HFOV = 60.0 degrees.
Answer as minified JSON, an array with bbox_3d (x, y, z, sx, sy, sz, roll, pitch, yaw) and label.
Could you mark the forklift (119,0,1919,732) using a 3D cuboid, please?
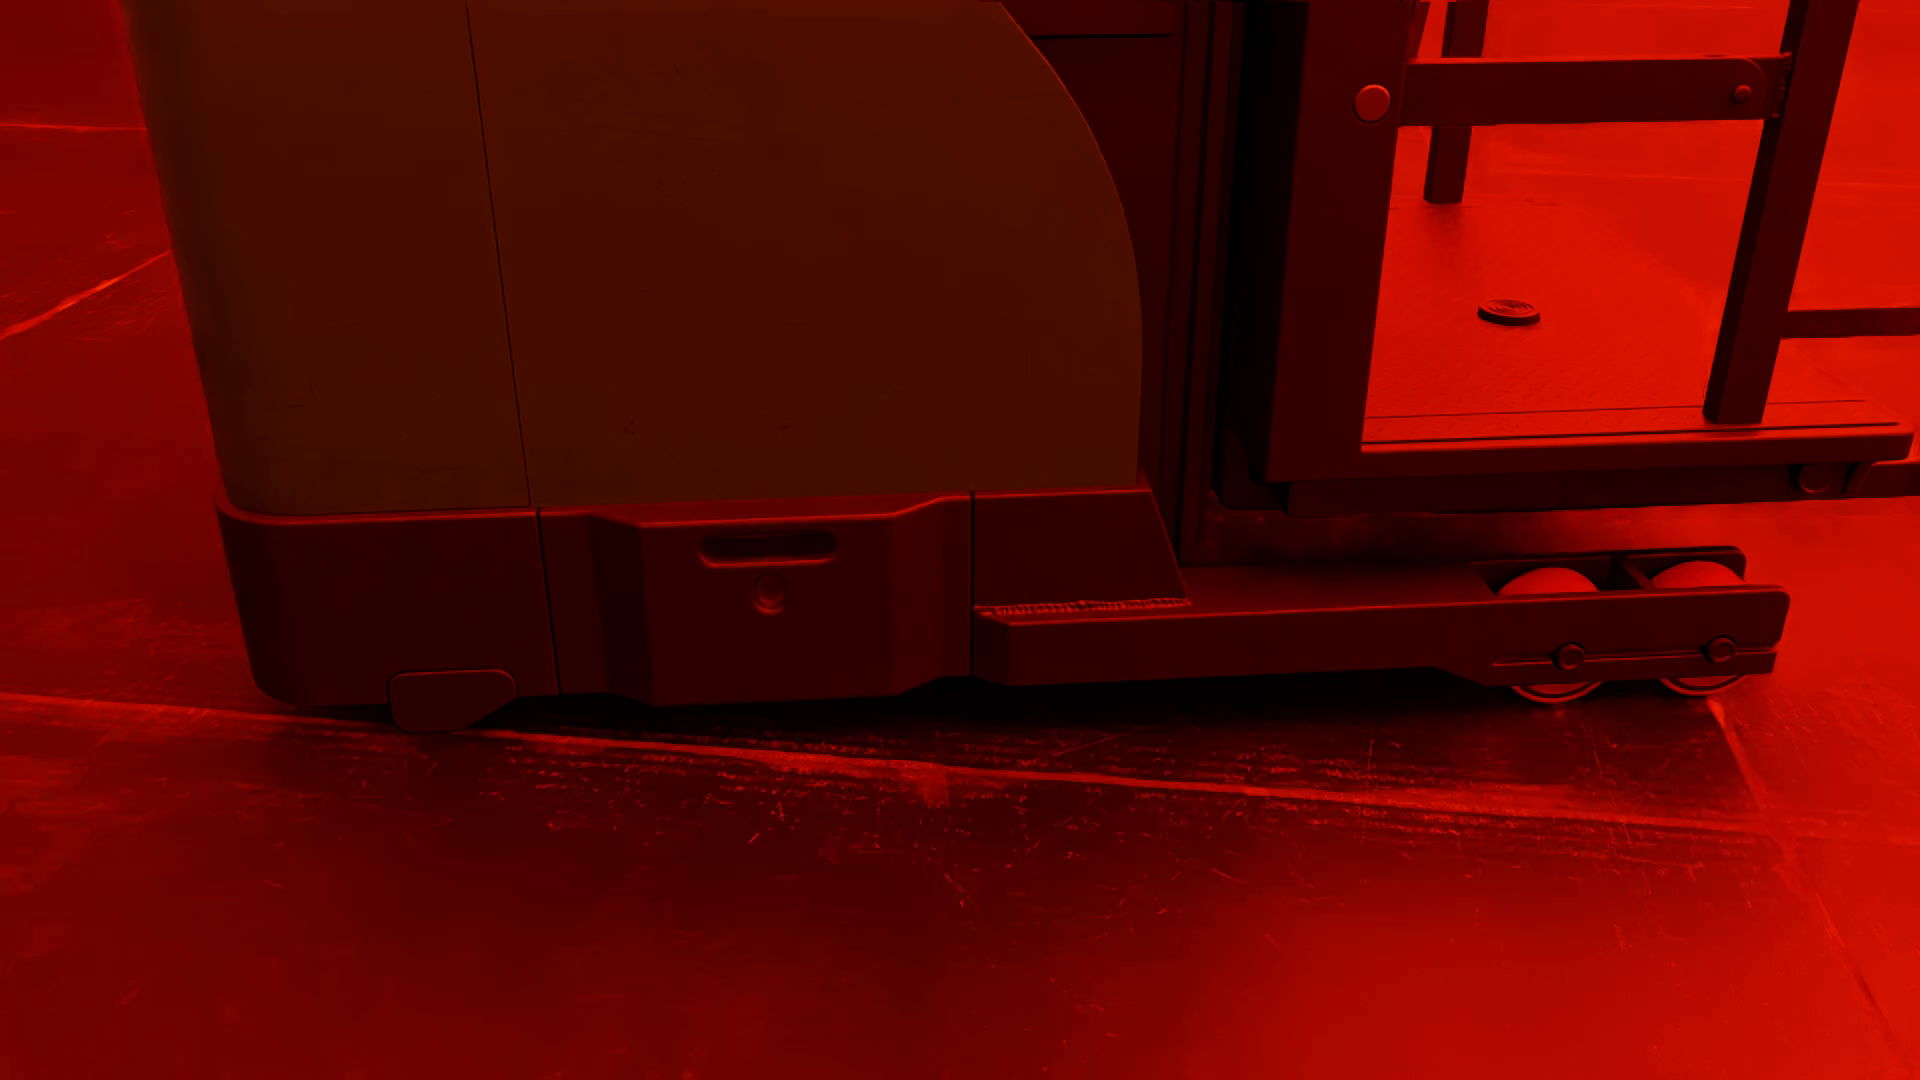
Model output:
[{"bbox_3d":[0.610,-1.341,1.905,3.031,2.935,1.130,-2,27,-5],"label":"forklift"}]
